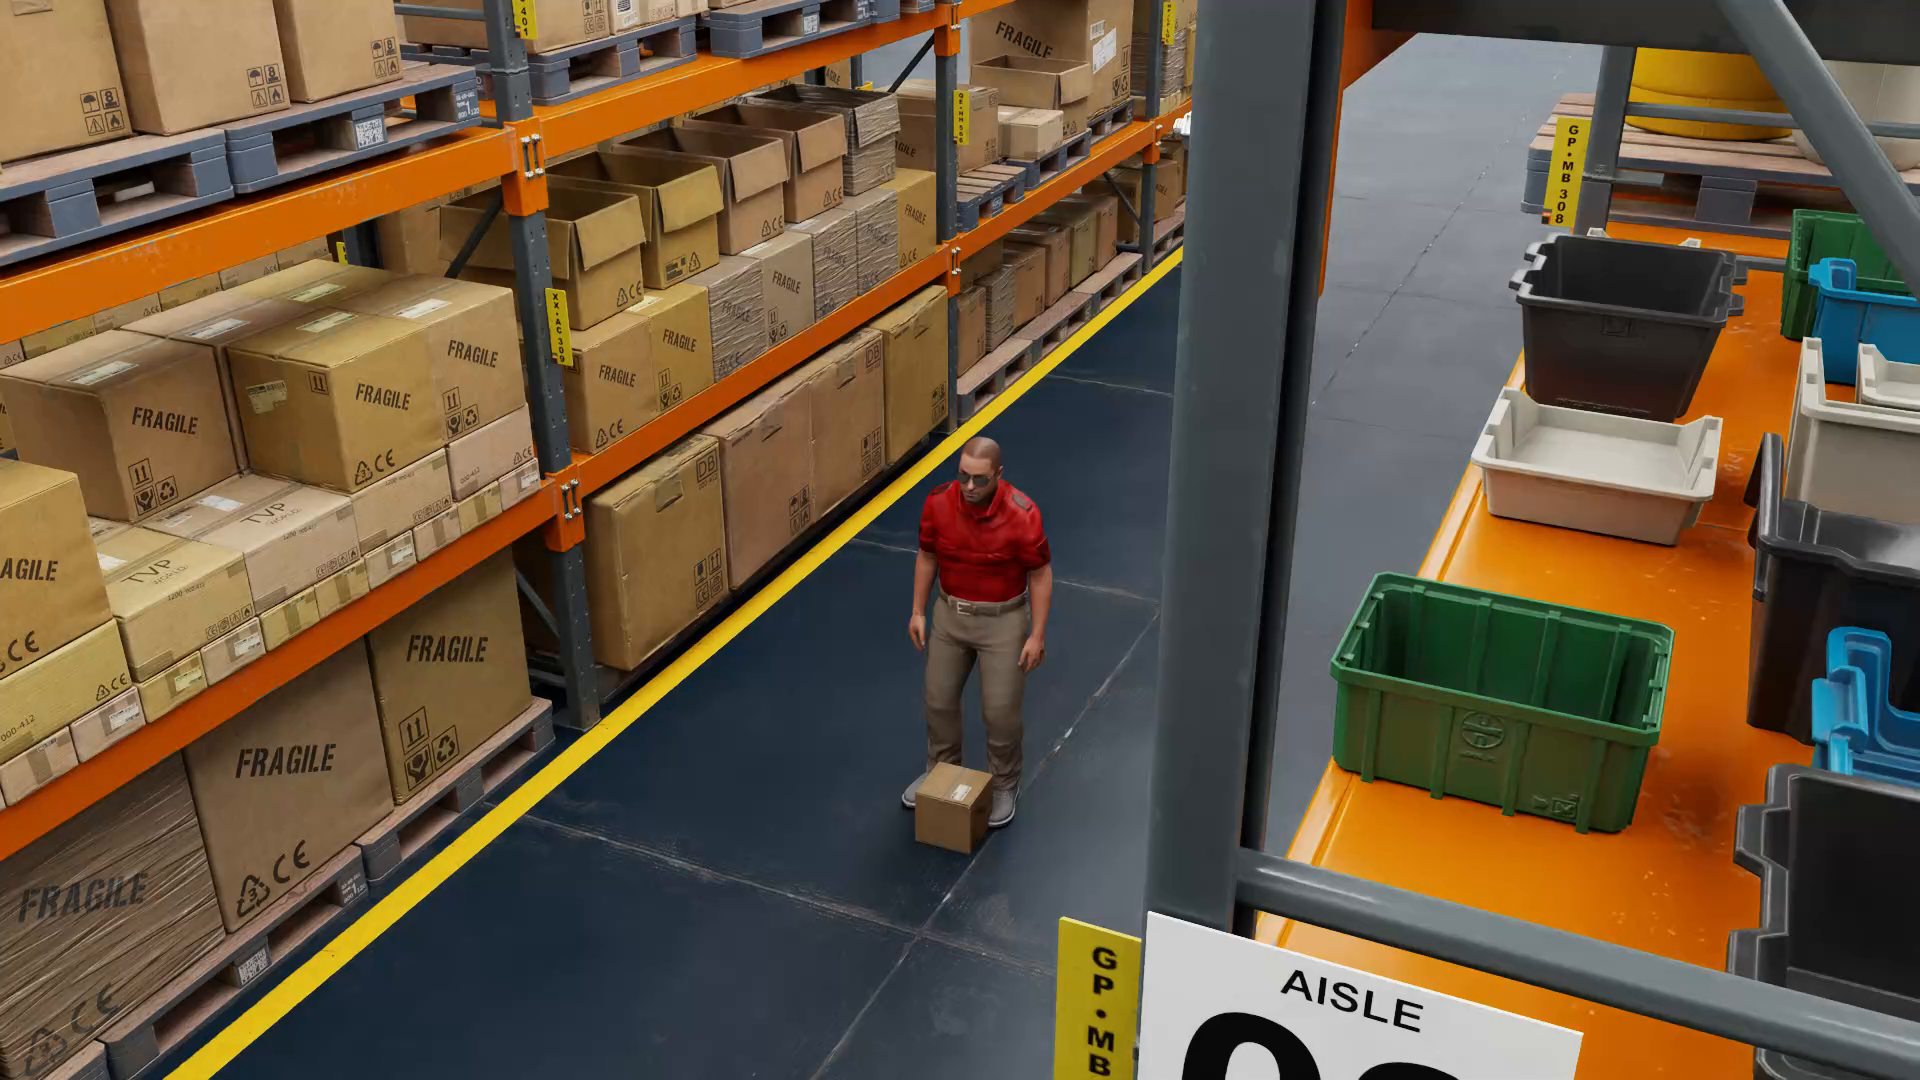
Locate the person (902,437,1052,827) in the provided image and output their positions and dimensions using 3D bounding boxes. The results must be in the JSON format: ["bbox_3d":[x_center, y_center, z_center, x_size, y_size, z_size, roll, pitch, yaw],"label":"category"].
[{"bbox_3d":[0.076,0.357,6.894,0.604,1.728,0.385,10,28,20],"label":"person"}]
